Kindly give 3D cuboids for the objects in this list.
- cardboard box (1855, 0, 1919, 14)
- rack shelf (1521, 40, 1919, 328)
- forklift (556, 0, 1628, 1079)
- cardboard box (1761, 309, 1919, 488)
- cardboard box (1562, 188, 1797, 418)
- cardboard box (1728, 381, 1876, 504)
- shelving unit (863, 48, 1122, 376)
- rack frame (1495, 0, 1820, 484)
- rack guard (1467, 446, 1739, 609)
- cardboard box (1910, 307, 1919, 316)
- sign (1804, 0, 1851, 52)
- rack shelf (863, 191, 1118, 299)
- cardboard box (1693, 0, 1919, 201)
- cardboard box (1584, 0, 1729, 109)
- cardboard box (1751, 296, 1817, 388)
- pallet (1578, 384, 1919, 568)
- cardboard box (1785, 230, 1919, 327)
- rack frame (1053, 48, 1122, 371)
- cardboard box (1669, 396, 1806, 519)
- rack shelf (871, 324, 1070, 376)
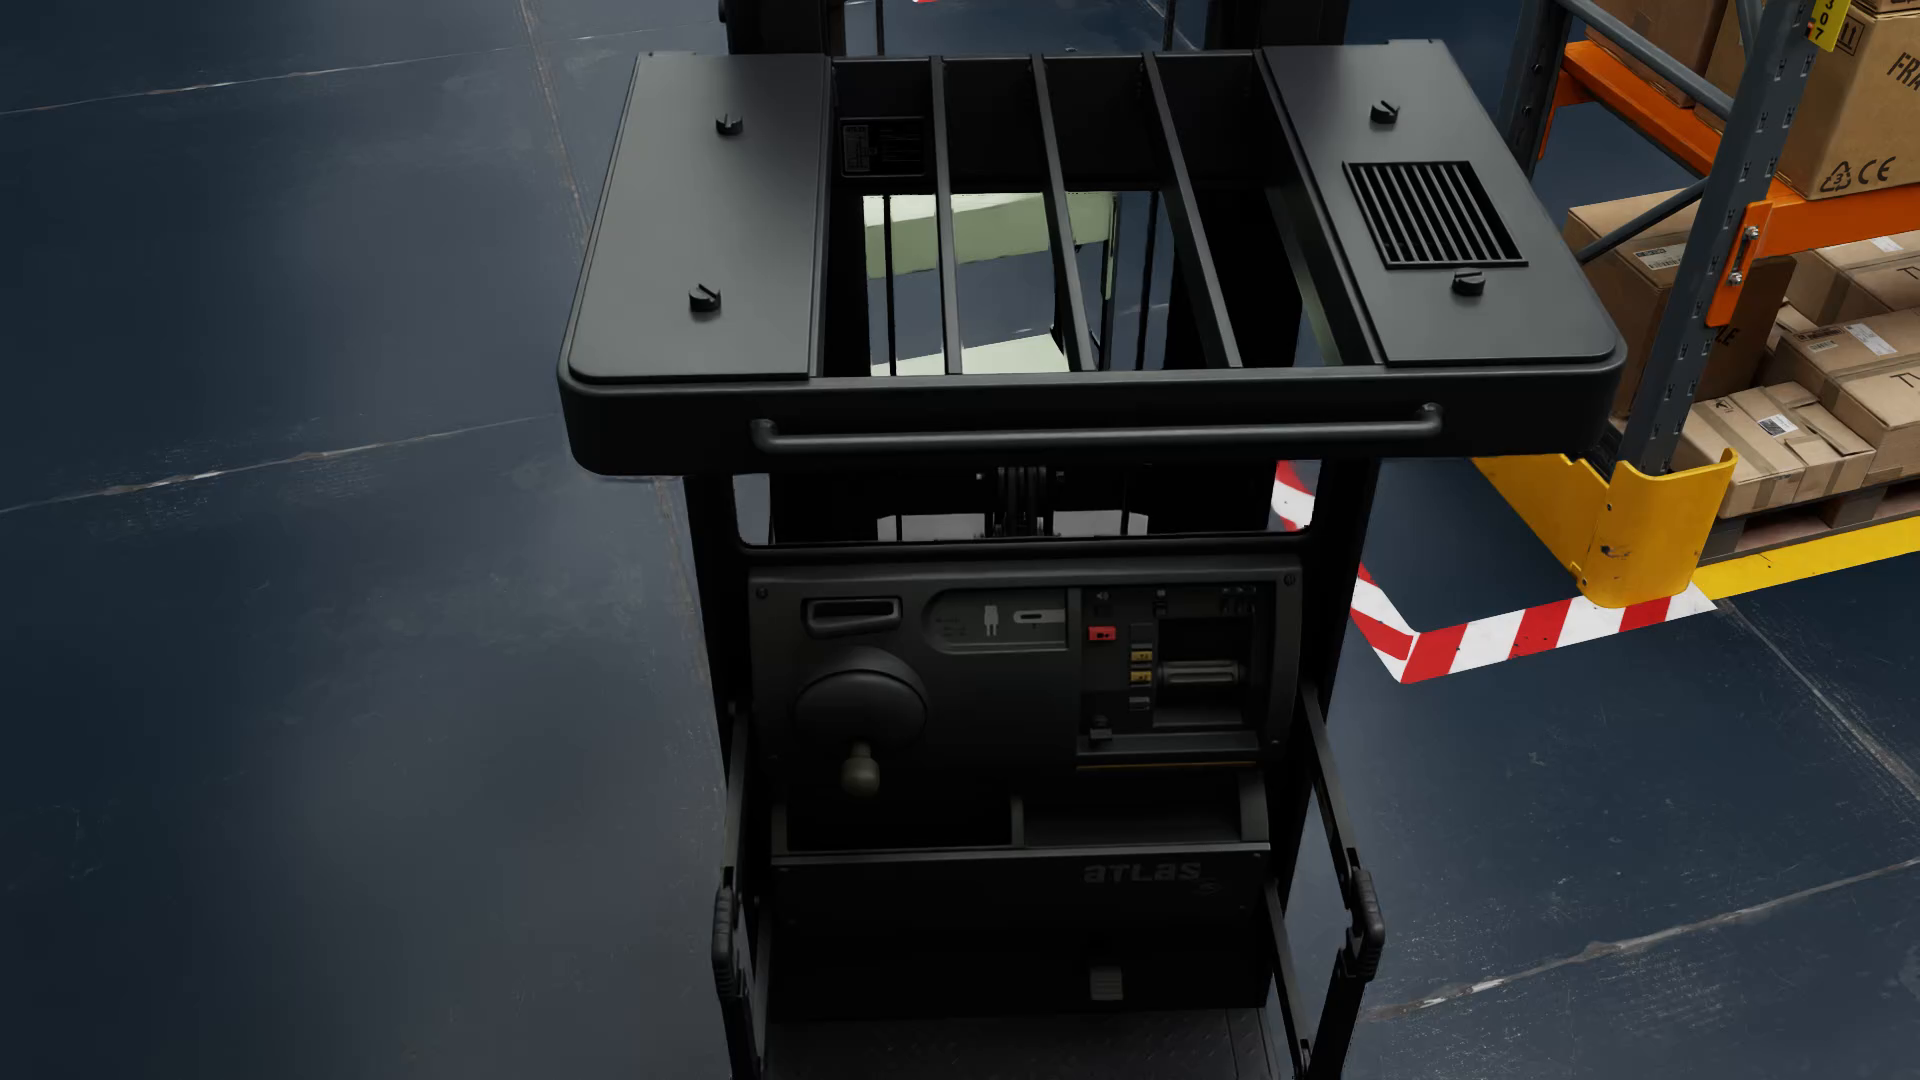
[{"bbox_3d":[2.342,-1.633,4.004,0.500,0.500,0.500,-10,42,-12],"label":"cardboard box"},{"bbox_3d":[3.747,-1.421,5.143,4.000,0.370,1.077,-12,42,-13],"label":"rack shelf"},{"bbox_3d":[0.123,0.312,2.665,1.130,2.935,3.031,-1,41,-2],"label":"forklift"},{"bbox_3d":[2.920,-0.455,5.247,0.500,0.250,0.500,-12,42,-13],"label":"cardboard box"},{"bbox_3d":[2.284,-0.783,5.432,0.500,0.500,0.500,-12,42,-13],"label":"cardboard box"},{"bbox_3d":[2.581,-0.312,5.146,0.250,0.166,0.380,-12,42,-13],"label":"cardboard box"},{"bbox_3d":[0.006,-0.566,4.758,0.755,1.500,0.431,-12,42,-13],"label":"shelving unit"},{"bbox_3d":[1.840,-1.297,4.454,0.127,3.000,1.000,-12,42,-13],"label":"rack frame"},{"bbox_3d":[1.912,-0.370,5.294,0.348,0.500,1.175,-12,42,-13],"label":"rack guard"},{"bbox_3d":[3.397,-0.554,5.360,0.500,0.250,0.500,-12,42,-13],"label":"cardboard box"},{"bbox_3d":[2.003,-1.282,3.780,0.005,0.325,0.100,-12,42,-13],"label":"sign"},{"bbox_3d":[0.006,-0.860,4.501,0.720,0.370,0.431,-12,42,-13],"label":"rack shelf"},{"bbox_3d":[2.342,-1.257,4.332,0.500,0.500,0.500,-11,42,-12],"label":"cardboard box"},{"bbox_3d":[2.185,-1.594,4.718,0.500,0.500,0.500,-10,42,-12],"label":"cardboard box"},{"bbox_3d":[2.698,-0.681,5.569,0.250,0.166,0.380,-12,42,-13],"label":"cardboard box"},{"bbox_3d":[2.672,-0.420,5.570,1.213,0.211,1.003,-12,42,-13],"label":"pallet"},{"bbox_3d":[3.199,-0.858,5.708,0.500,0.250,0.500,-12,42,-13],"label":"cardboard box"},{"bbox_3d":[0.355,-0.638,4.841,0.023,1.500,0.400,-12,42,-13],"label":"rack frame"},{"bbox_3d":[2.342,-0.256,5.095,0.250,0.149,0.380,-12,42,-13],"label":"cardboard box"},{"bbox_3d":[0.006,-0.321,4.973,0.720,0.370,0.431,-12,42,-13],"label":"rack shelf"}]
